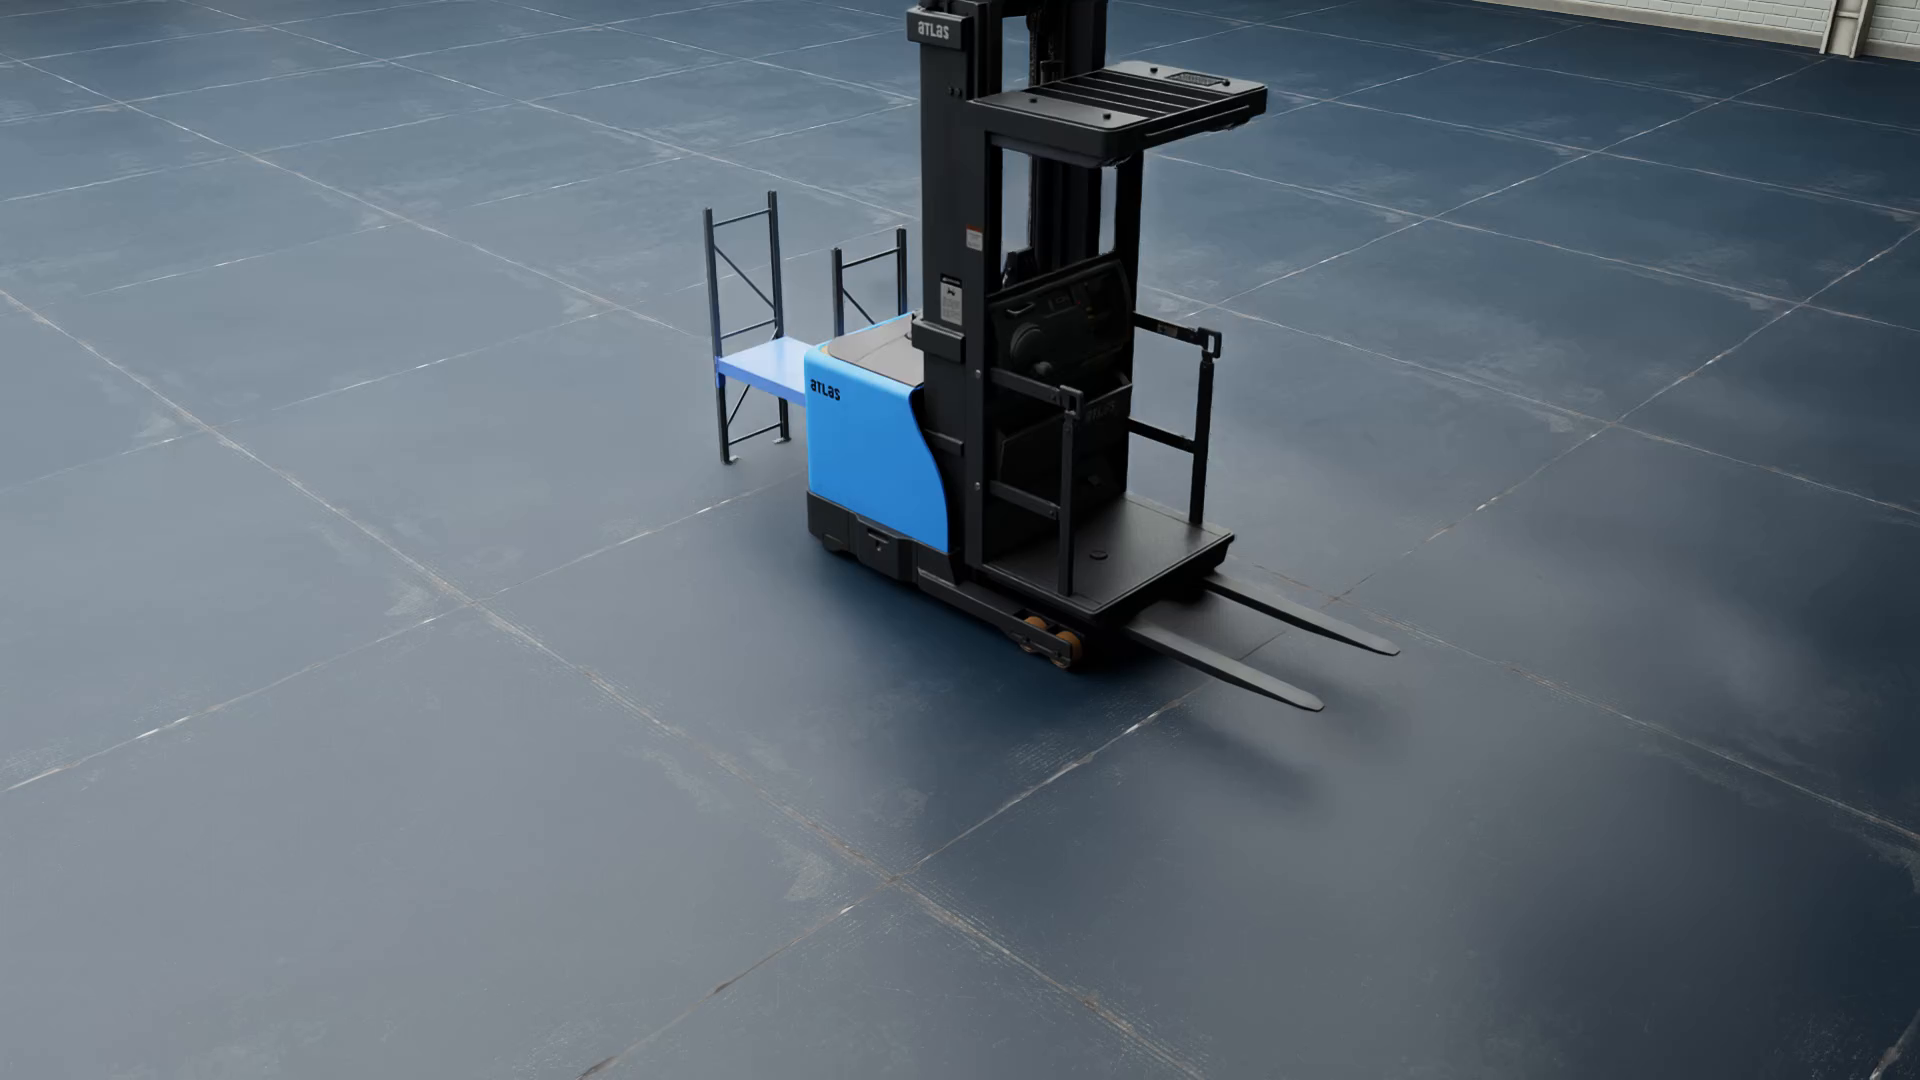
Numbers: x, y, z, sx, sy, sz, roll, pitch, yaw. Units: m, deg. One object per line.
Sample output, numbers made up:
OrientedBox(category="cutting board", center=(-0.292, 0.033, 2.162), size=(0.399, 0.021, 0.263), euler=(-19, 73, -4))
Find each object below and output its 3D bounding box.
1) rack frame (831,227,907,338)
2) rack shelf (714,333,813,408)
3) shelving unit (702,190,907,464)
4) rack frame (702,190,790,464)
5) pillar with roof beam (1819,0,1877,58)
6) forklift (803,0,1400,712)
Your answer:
OrientedBox(category="rack frame", center=(-0.461, -0.865, 8.784), size=(0.032, 1.500, 0.500), euler=(24, 36, 38))
OrientedBox(category="rack shelf", center=(-0.830, -0.869, 9.177), size=(1.000, 0.185, 0.538), euler=(24, 36, 38))
OrientedBox(category="shelving unit", center=(-0.830, -1.028, 9.094), size=(1.048, 1.500, 0.538), euler=(24, 36, 38))
OrientedBox(category="rack frame", center=(-1.198, -1.191, 9.403), size=(0.032, 1.500, 0.500), euler=(24, 36, 38))
OrientedBox(category="pillar with roof beam", center=(7.438, -8.327, 14.918), size=(0.400, 9.000, 9.100), euler=(25, 36, 38))
OrientedBox(category="forklift", center=(0.621, -0.984, 7.473), size=(3.031, 2.935, 1.130), euler=(24, 36, 38))
